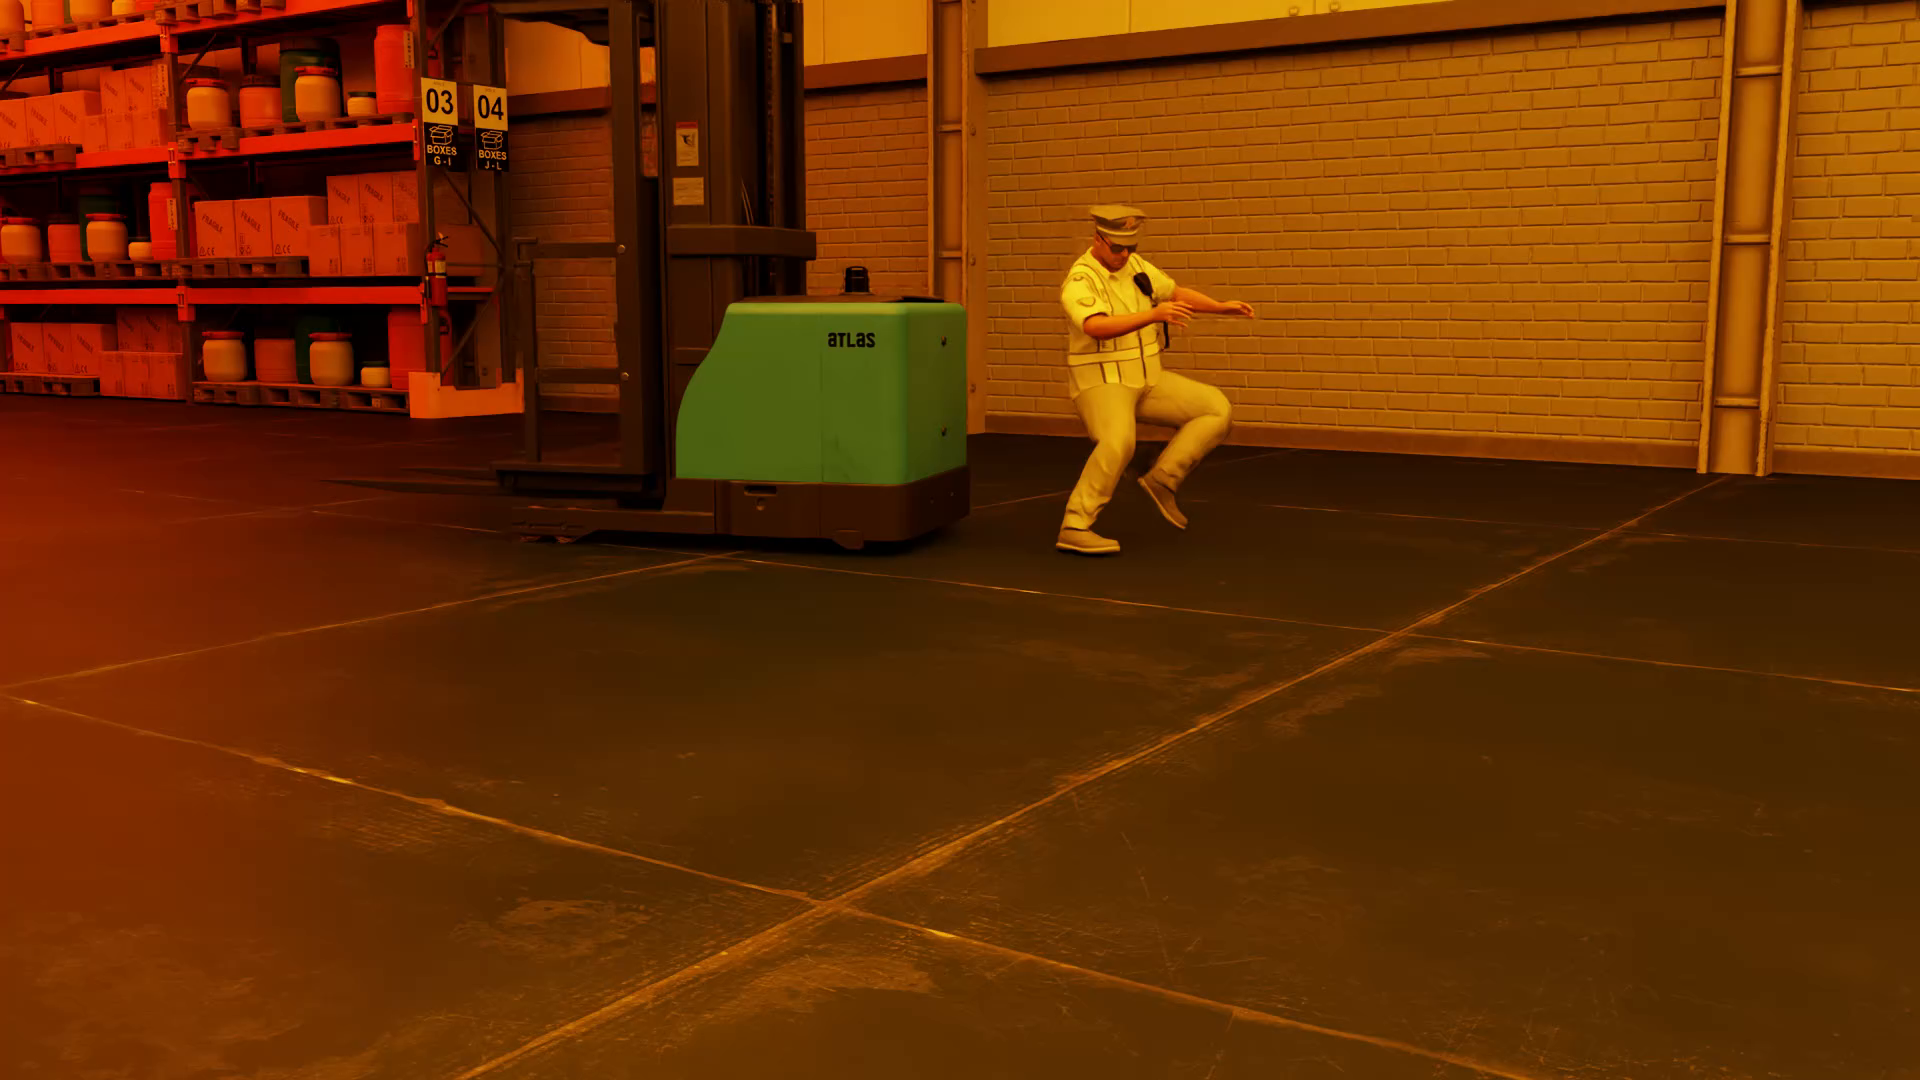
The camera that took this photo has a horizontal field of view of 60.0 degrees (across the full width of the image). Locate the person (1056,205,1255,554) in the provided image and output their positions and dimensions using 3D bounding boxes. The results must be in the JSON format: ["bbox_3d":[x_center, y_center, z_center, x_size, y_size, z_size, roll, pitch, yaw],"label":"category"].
[{"bbox_3d":[0.822,-0.730,7.377,0.916,1.498,0.829,-7,10,-39],"label":"person"}]

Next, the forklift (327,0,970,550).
[{"bbox_3d":[-1.530,-1.503,7.761,3.031,2.935,1.130,2,8,17],"label":"forklift"}]
